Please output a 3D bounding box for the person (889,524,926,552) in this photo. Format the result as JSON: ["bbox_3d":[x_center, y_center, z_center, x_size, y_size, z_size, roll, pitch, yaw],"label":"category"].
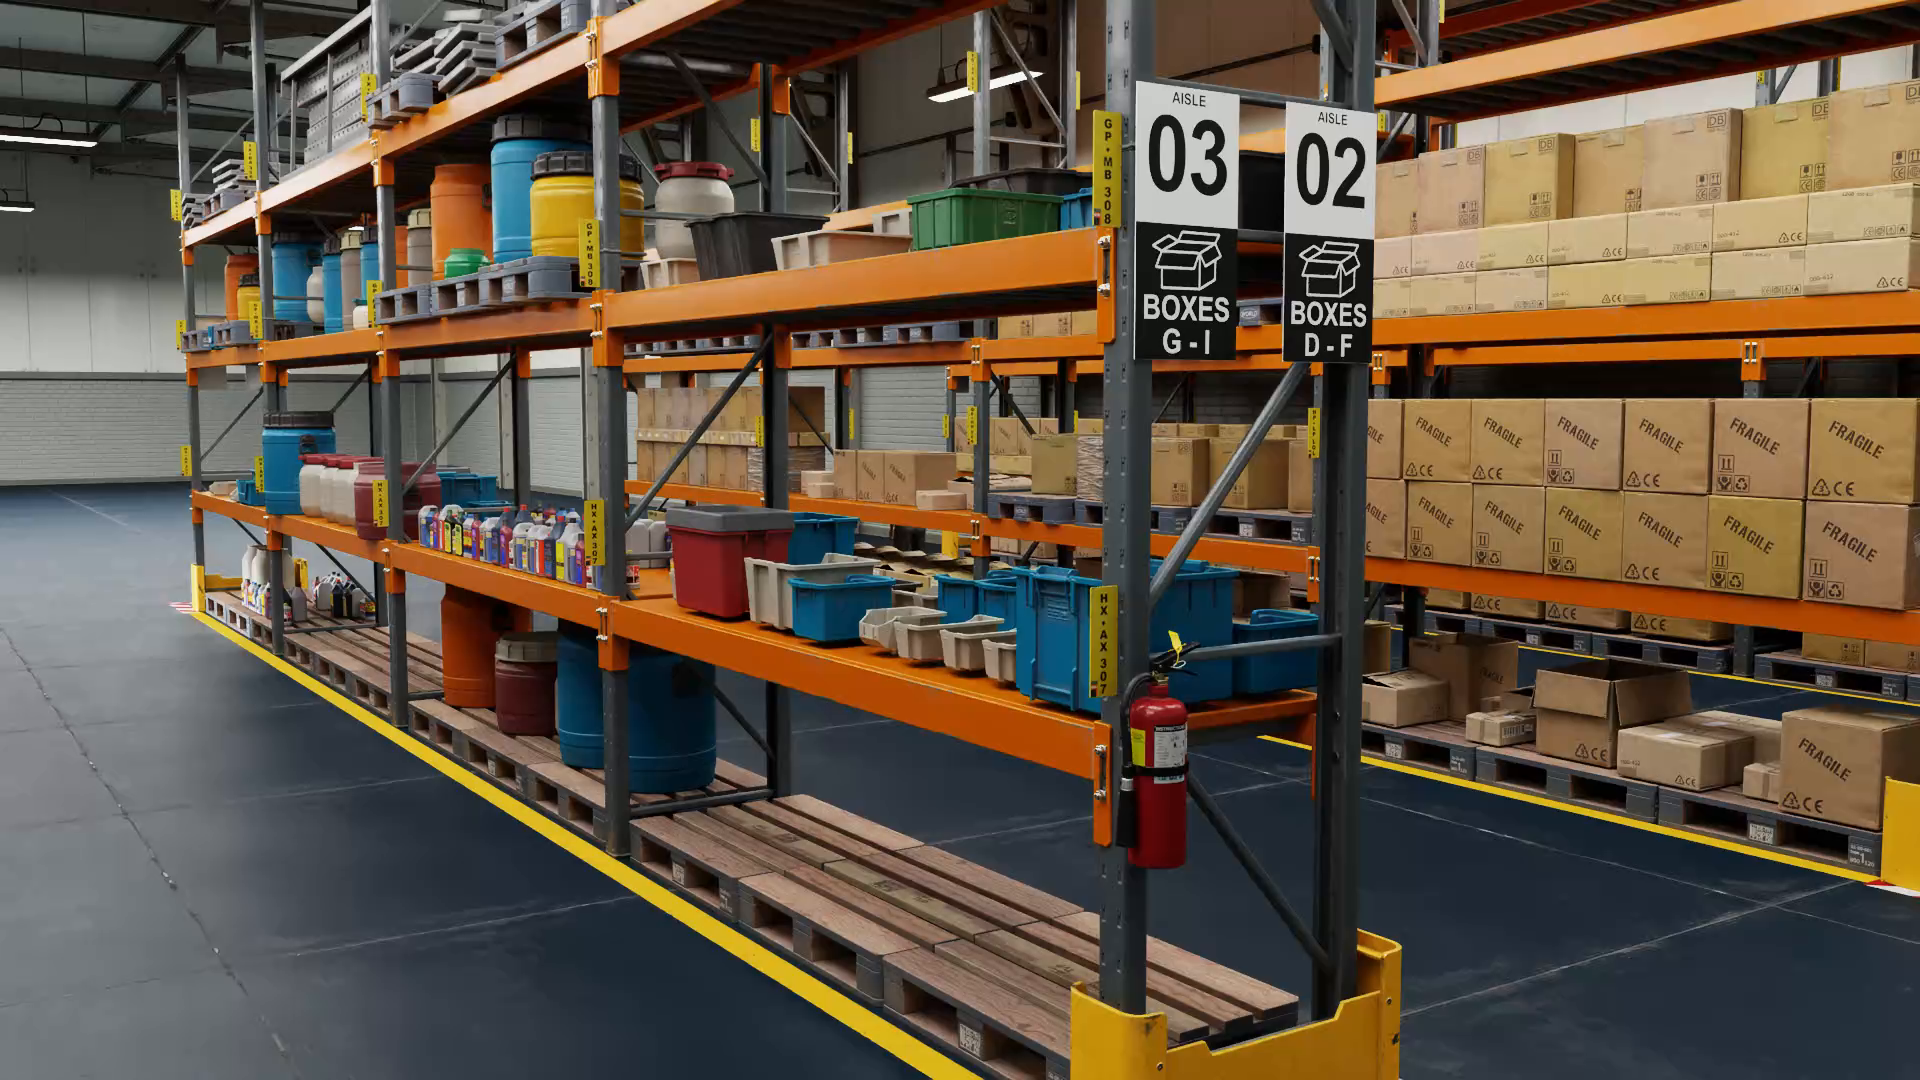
[{"bbox_3d":[-0.587,-0.136,19.181,0.506,1.655,0.350,-3,6,-33],"label":"person"}]
